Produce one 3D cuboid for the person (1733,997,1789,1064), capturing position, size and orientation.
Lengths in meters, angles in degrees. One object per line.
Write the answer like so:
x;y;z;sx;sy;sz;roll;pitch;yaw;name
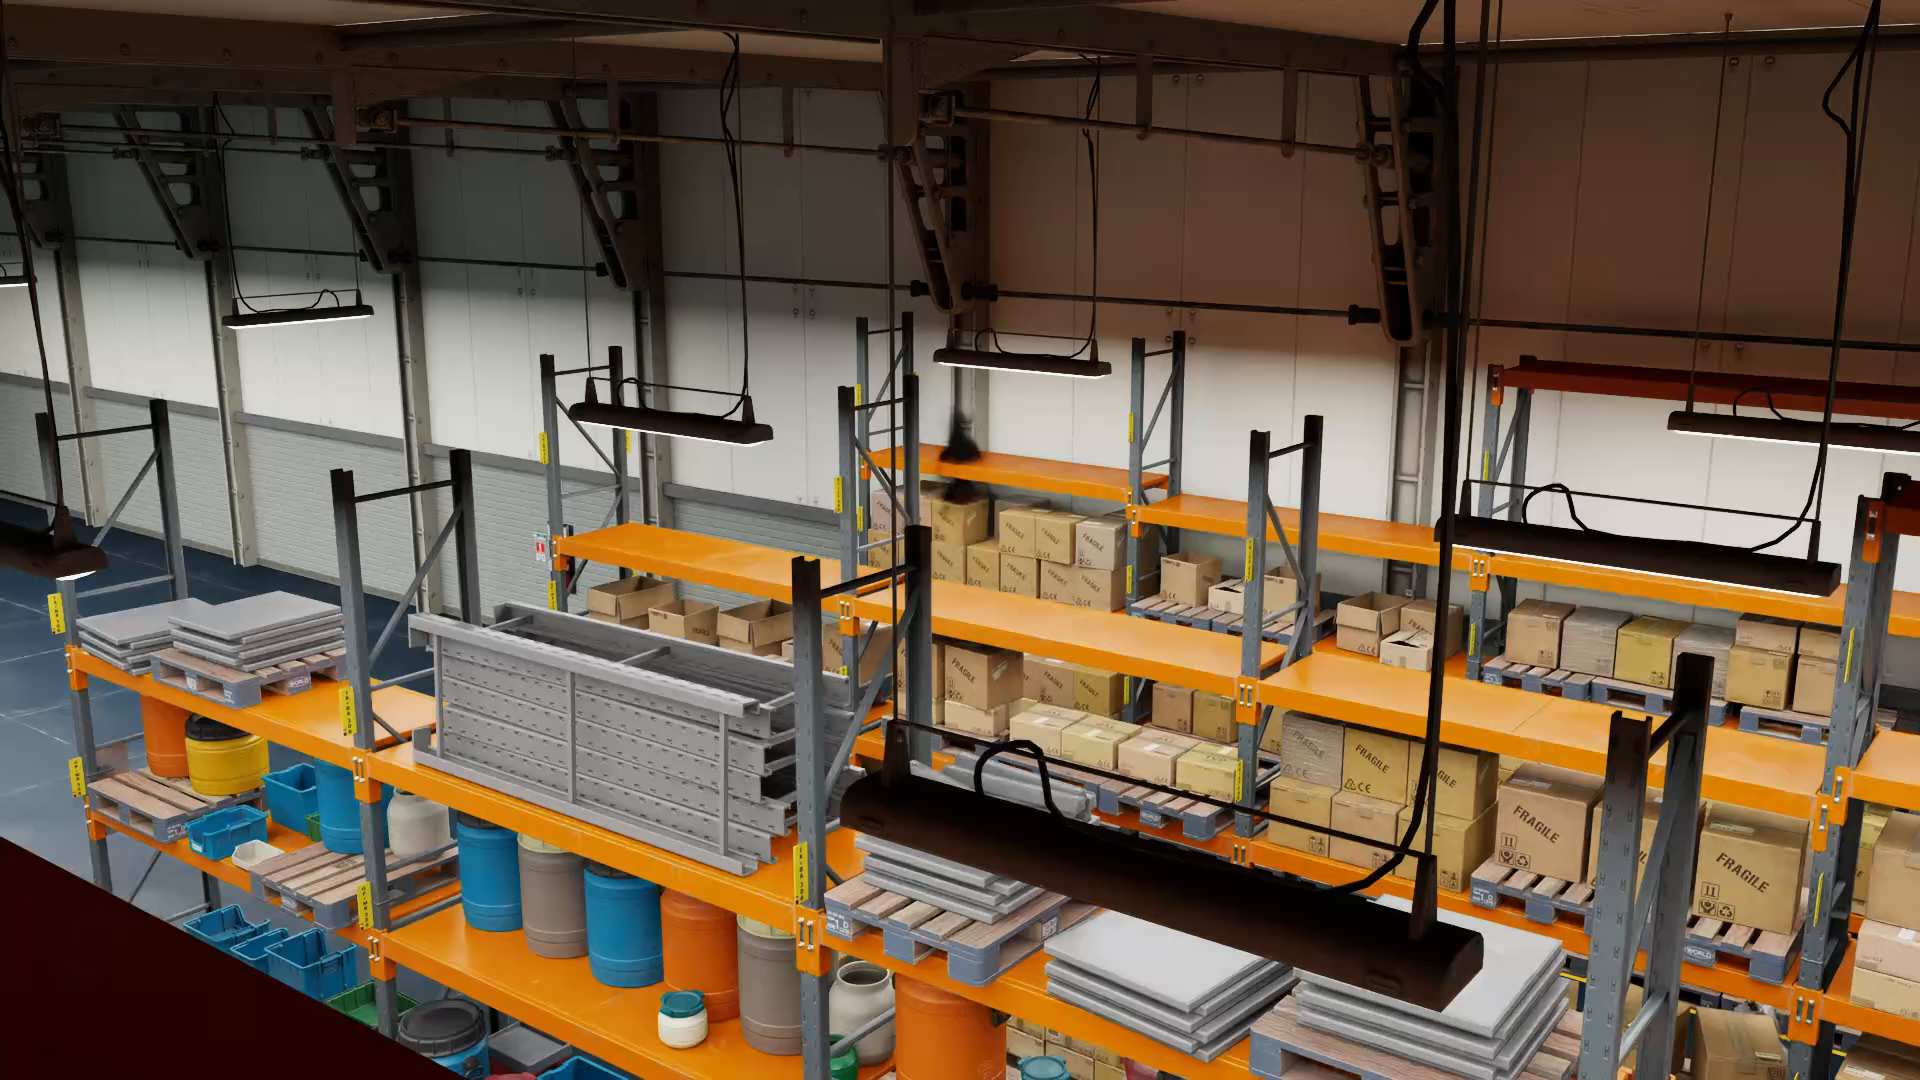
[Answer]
6.855;4.007;14.233;0.846;1.735;0.584;9;16;34;person
